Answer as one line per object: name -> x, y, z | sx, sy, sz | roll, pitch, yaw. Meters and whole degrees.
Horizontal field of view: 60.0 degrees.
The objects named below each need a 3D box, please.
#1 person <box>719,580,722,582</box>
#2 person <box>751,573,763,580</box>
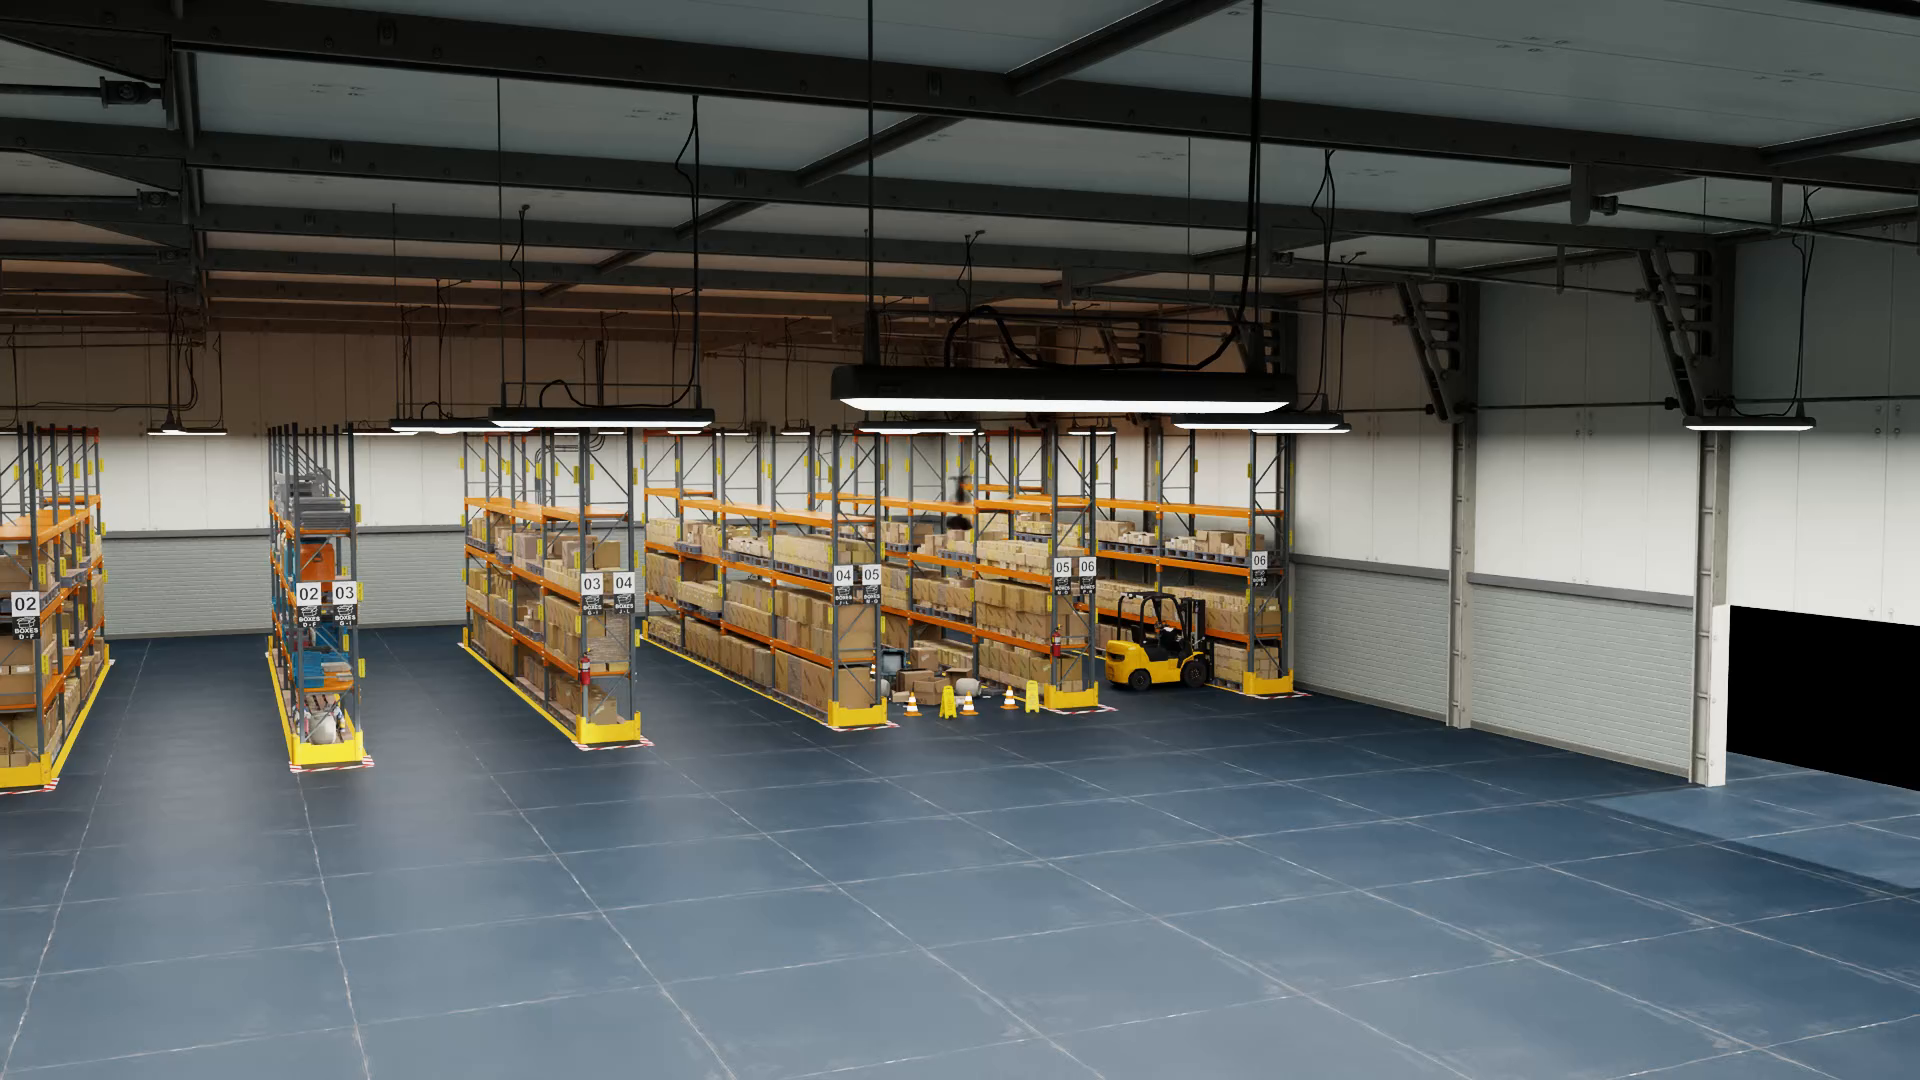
person -> -6.951, 1.955, 48.402 | 0.834, 1.655, 0.568 | 3, 4, 36
person -> -6.178, 1.764, 50.331 | 0.802, 1.843, 0.645 | -2, 4, -31
